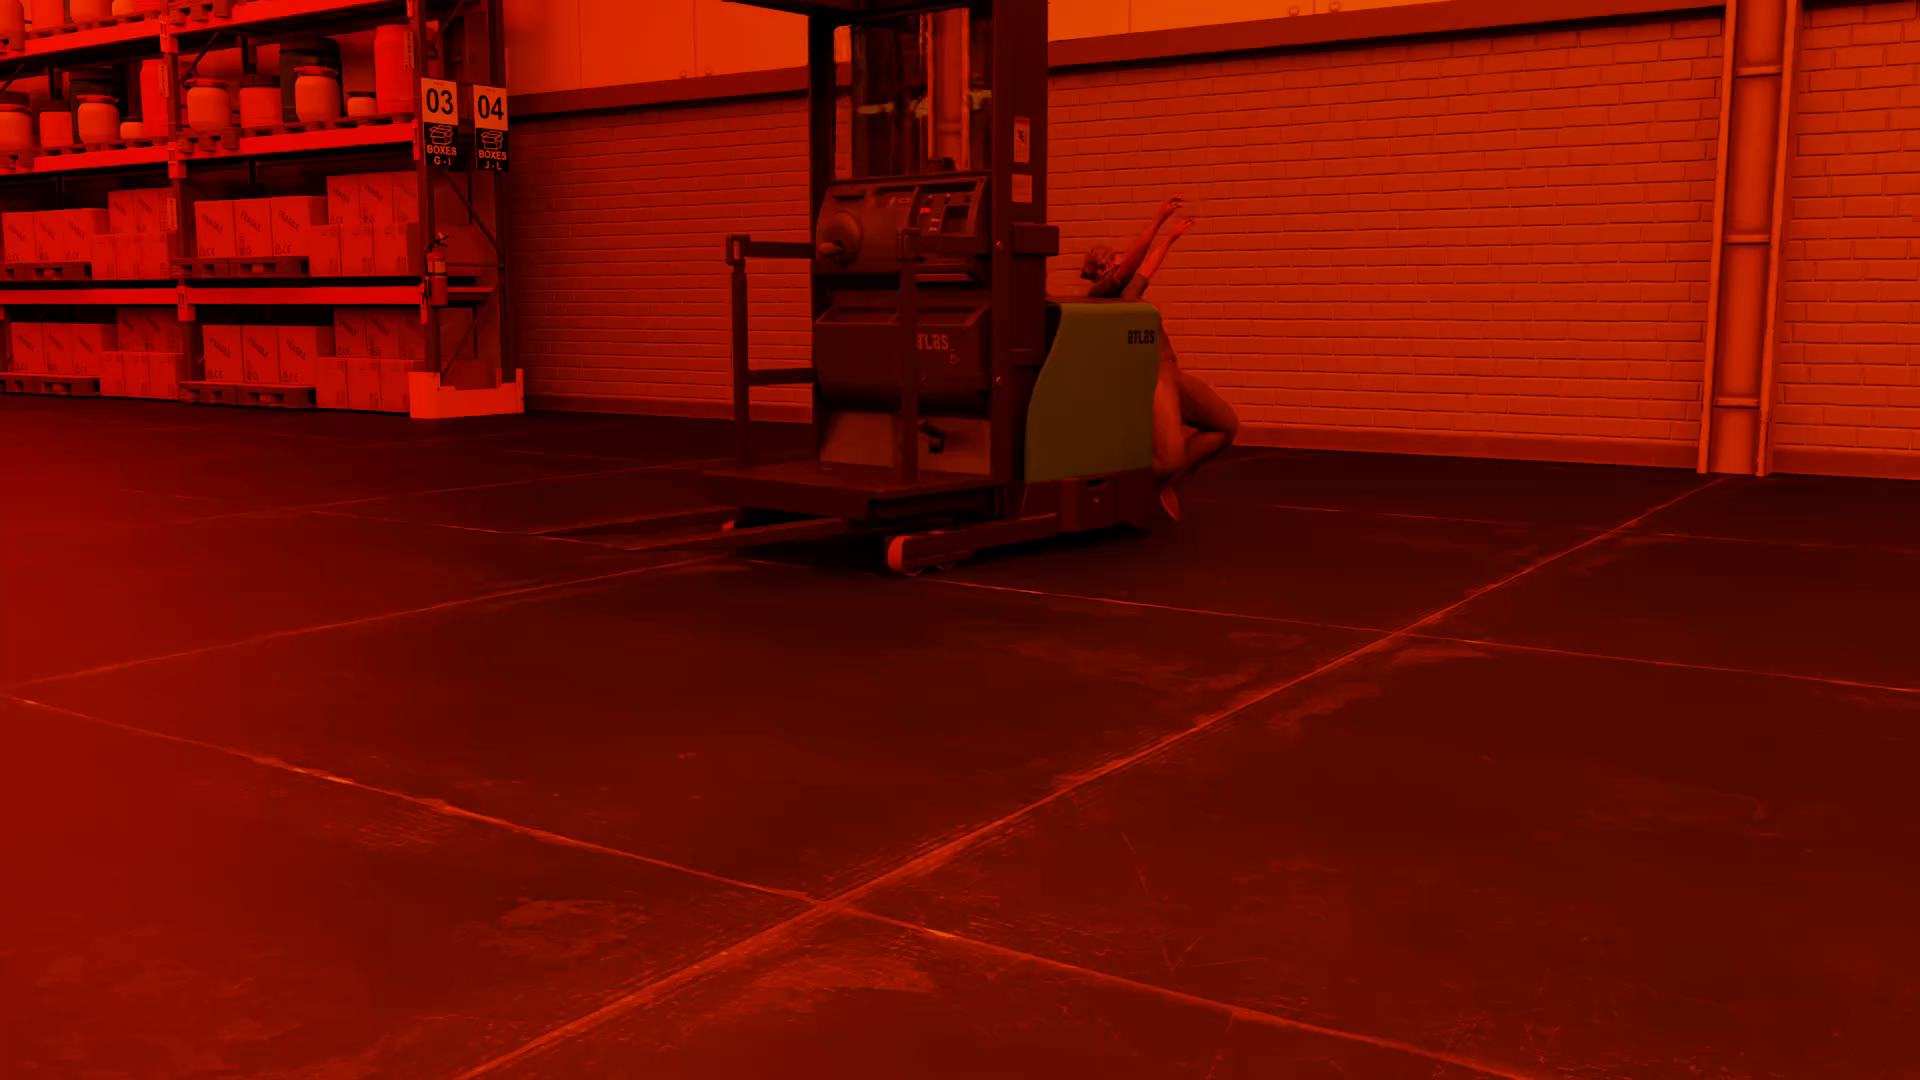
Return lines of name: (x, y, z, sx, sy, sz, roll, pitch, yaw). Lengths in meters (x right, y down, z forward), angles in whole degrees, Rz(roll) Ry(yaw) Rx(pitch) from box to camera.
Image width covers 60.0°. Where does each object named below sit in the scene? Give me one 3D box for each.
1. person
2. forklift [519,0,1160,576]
person: (0.975, -0.860, 8.128, 0.737, 1.588, 0.930, 4, 9, 28)
forklift: (-0.399, -1.386, 6.939, 1.130, 2.935, 3.031, 7, 11, 41)
